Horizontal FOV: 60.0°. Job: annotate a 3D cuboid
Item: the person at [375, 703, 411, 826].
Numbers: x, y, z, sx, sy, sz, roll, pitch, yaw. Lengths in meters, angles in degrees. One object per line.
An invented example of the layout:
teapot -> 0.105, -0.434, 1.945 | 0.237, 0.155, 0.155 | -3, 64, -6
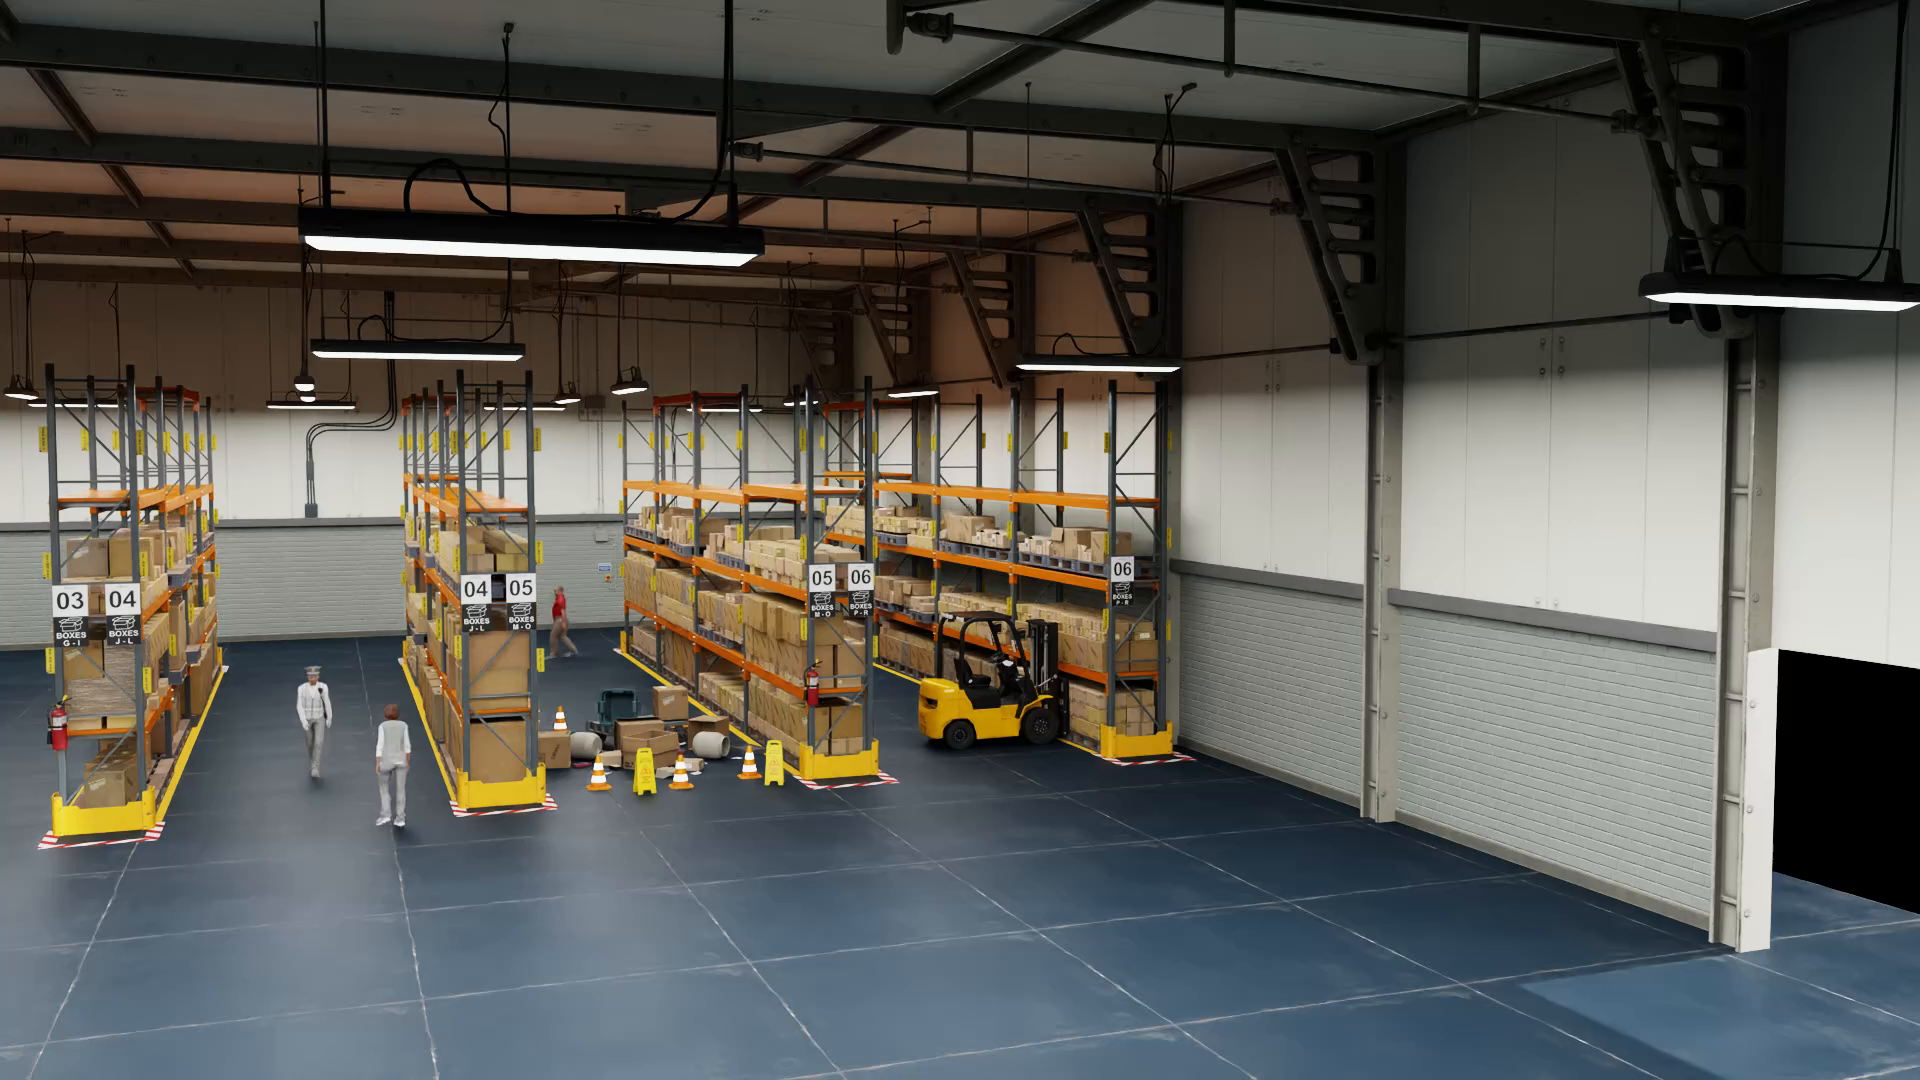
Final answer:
person -> -7.402, 2.953, 21.724 | 0.472, 1.620, 0.615 | -2, 4, -35

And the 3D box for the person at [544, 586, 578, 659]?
person -> -9.274, 1.908, 38.593 | 0.792, 1.713, 0.604 | -1, 3, -9

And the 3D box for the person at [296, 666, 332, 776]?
person -> -9.755, 2.715, 25.090 | 0.482, 1.607, 0.937 | -1, 3, -16
